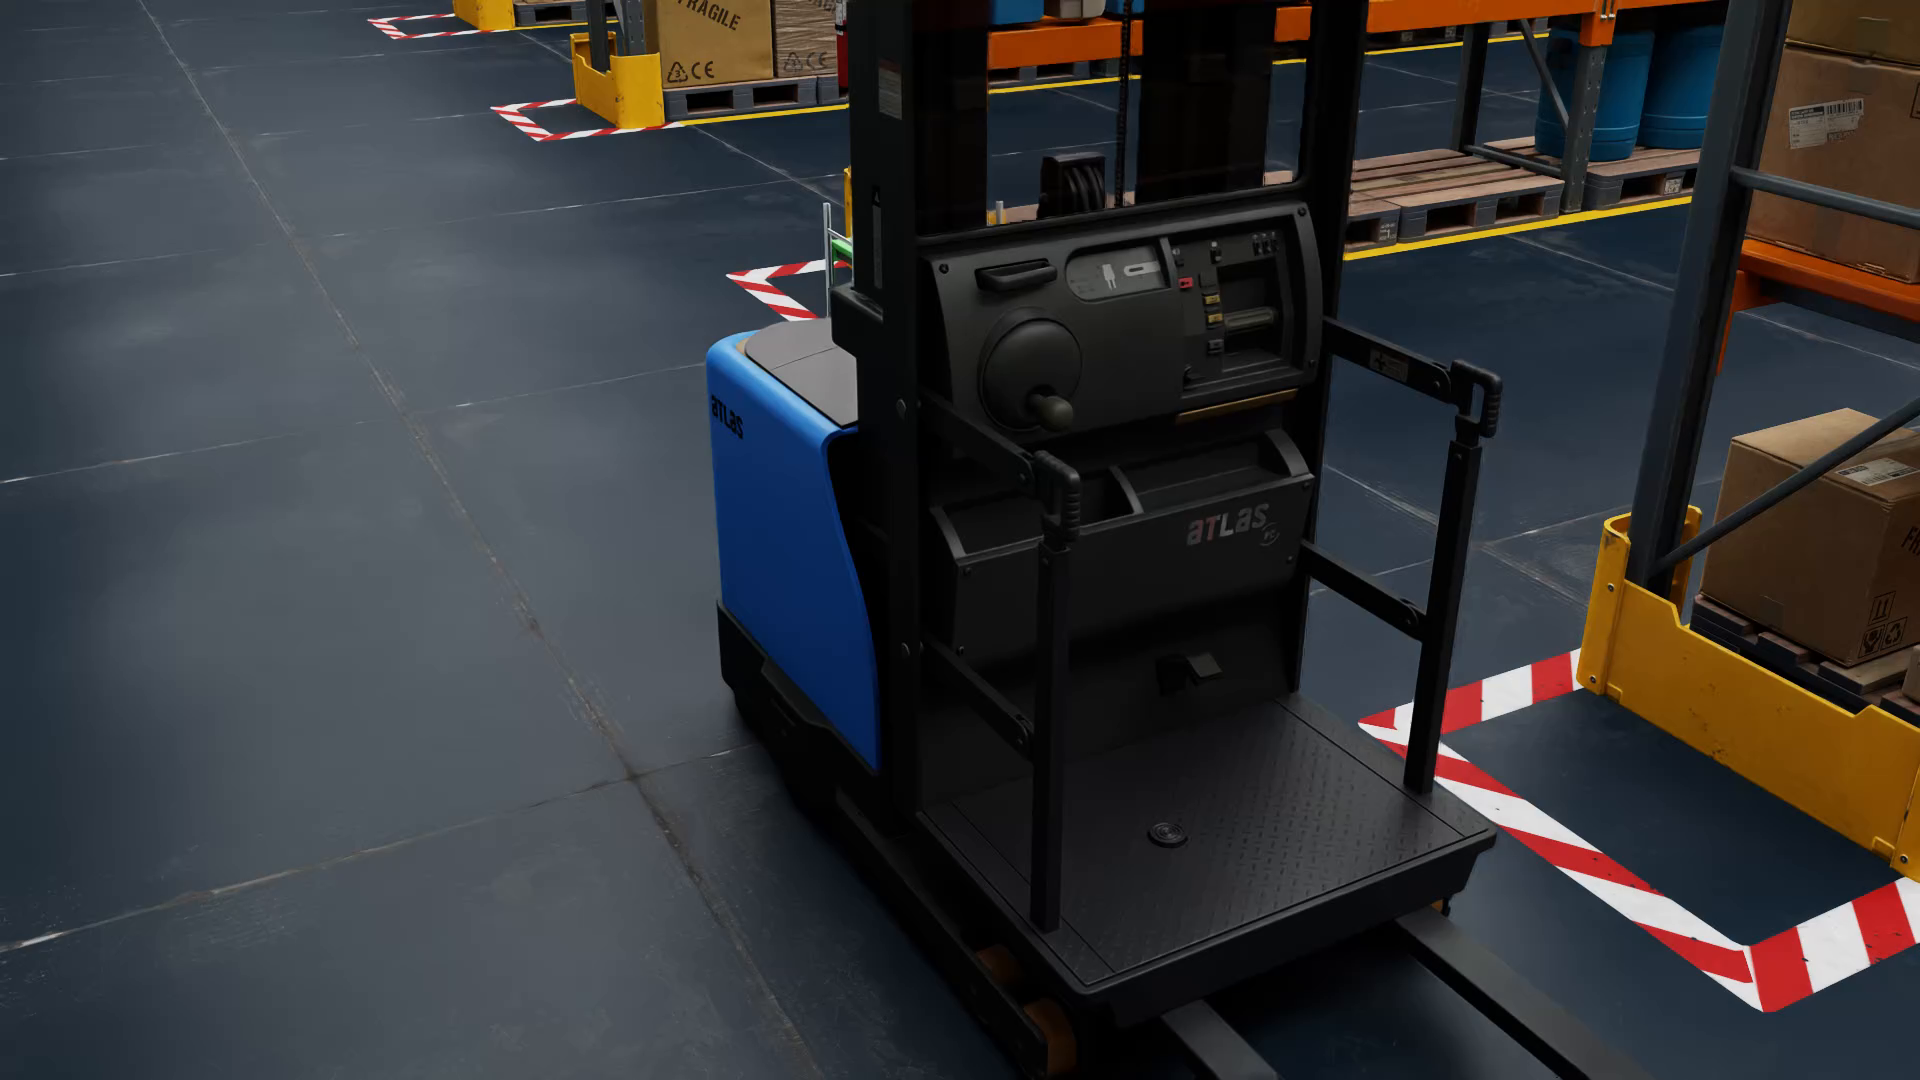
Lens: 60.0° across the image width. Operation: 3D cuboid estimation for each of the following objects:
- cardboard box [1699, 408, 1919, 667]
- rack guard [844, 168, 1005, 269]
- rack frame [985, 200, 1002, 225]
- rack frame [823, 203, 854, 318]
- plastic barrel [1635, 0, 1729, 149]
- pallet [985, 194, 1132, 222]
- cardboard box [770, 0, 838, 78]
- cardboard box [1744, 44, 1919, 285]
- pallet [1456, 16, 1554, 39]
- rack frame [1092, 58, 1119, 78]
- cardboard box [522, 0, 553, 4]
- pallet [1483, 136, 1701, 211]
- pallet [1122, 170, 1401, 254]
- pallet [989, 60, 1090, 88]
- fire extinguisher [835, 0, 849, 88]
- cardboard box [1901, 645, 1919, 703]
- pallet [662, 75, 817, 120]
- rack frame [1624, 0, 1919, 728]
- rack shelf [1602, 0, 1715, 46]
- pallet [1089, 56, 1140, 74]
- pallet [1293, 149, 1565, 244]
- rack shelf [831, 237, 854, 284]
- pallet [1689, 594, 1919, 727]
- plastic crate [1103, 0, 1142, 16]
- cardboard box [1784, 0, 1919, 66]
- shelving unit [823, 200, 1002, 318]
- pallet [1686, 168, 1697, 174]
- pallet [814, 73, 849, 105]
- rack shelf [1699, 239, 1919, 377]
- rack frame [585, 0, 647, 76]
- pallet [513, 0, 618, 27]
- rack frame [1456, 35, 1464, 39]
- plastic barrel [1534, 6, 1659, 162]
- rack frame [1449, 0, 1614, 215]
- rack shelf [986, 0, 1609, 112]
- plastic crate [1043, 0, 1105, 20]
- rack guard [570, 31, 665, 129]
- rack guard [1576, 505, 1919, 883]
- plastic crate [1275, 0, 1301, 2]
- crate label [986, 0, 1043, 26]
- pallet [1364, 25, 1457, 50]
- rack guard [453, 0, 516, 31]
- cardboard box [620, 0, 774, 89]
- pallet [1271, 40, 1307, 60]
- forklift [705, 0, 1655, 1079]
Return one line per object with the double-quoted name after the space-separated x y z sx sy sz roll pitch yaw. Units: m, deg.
2.513 -0.022 4.710 0.500 0.500 0.500 -13 29 -25 "cardboard box"
-0.193 -1.501 8.300 0.348 0.500 1.175 -13 29 -25 "rack guard"
0.069 -0.557 5.524 0.015 1.200 0.240 -13 29 -25 "rack frame"
-0.361 -0.457 5.317 0.015 1.200 0.240 -13 29 -25 "rack frame"
4.464 -2.945 10.357 0.708 0.901 0.600 -13 29 -25 "plastic barrel"
0.568 -1.534 8.702 1.213 0.211 1.003 -13 29 -25 "pallet"
-1.179 -4.107 12.809 0.875 0.875 0.875 -13 29 -25 "cardboard box"
2.416 -0.986 4.222 0.500 0.500 0.500 -12 28 -24 "cardboard box"
5.240 -5.061 16.046 1.213 0.211 1.003 -13 29 -25 "pallet"
1.021 -5.344 13.416 0.127 3.000 1.000 -13 29 -25 "rack frame"
-4.141 -5.333 16.201 0.250 0.149 0.380 -12 28 -24 "cardboard box"
4.052 -2.337 10.374 1.213 0.211 1.003 -13 29 -25 "pallet"
1.643 -1.781 9.215 1.213 0.211 1.003 -13 29 -25 "pallet"
0.313 -3.962 13.759 1.213 0.211 1.003 -13 29 -25 "pallet"
-0.525 -2.578 8.174 0.183 0.674 0.296 -13 29 -25 "fire extinguisher"
2.680 0.387 4.263 0.250 0.149 0.380 -13 29 -25 "cardboard box"
-1.840 -3.465 12.724 1.213 0.211 1.003 -13 29 -25 "pallet"
2.149 -0.746 3.837 0.127 3.000 1.000 -13 29 -25 "rack frame"
5.116 -3.536 10.480 4.000 0.370 1.077 -13 29 -25 "rack shelf"
1.666 -4.273 14.406 1.213 0.211 1.003 -13 29 -25 "pallet"
2.721 -2.031 9.737 1.213 0.211 1.003 -13 29 -25 "pallet"
-0.146 -0.882 5.240 0.480 0.148 0.258 -13 29 -25 "rack shelf"
2.919 0.333 4.812 1.213 0.211 1.003 -13 29 -25 "pallet"
0.775 -2.648 7.924 0.300 0.233 0.416 -13 29 -25 "plastic crate"
2.413 -1.437 4.007 0.500 0.500 0.500 -13 29 -26 "cardboard box"
-0.146 -0.507 5.420 0.503 1.200 0.258 -13 29 -25 "shelving unit"
5.129 -2.587 10.895 1.213 0.211 1.003 -13 29 -25 "pallet"
-0.765 -3.712 13.238 1.213 0.211 1.003 -13 29 -25 "pallet"
3.914 -0.829 4.841 4.000 0.370 1.077 -13 29 -25 "rack shelf"
-2.509 -4.530 11.719 0.127 3.000 1.000 -13 29 -25 "rack frame"
-3.953 -5.355 16.659 1.213 0.211 1.003 -13 29 -25 "pallet"
4.550 -6.159 15.112 0.127 3.000 1.000 -13 29 -25 "rack frame"
3.839 -2.800 10.056 0.708 0.901 0.600 -13 29 -25 "plastic barrel"
3.351 -3.453 9.476 0.127 3.000 1.000 -13 29 -25 "rack frame"
1.586 -2.721 8.783 4.000 0.370 1.077 -13 29 -25 "rack shelf"
0.516 -2.505 7.736 0.298 0.136 0.250 -13 29 -25 "plastic crate"
-2.530 -3.398 12.250 0.348 0.500 1.175 -13 29 -25 "rack guard"
2.216 0.366 4.411 0.348 0.500 1.175 -13 29 -25 "rack guard"
1.621 -2.844 8.331 0.300 0.233 0.416 -13 29 -25 "plastic crate"
0.194 -2.514 7.645 0.303 0.233 0.416 -13 29 -25 "crate label"
3.819 -4.770 15.441 1.213 0.211 1.003 -13 29 -25 "pallet"
-4.687 -5.333 16.280 0.348 0.500 1.175 -13 29 -25 "rack guard"
-1.982 -3.922 12.423 0.875 0.875 0.875 -13 29 -25 "cardboard box"
2.744 -4.523 14.928 1.213 0.211 1.003 -13 29 -25 "pallet"
0.470 -0.433 3.265 1.130 2.935 3.031 -14 29 -26 "forklift"
